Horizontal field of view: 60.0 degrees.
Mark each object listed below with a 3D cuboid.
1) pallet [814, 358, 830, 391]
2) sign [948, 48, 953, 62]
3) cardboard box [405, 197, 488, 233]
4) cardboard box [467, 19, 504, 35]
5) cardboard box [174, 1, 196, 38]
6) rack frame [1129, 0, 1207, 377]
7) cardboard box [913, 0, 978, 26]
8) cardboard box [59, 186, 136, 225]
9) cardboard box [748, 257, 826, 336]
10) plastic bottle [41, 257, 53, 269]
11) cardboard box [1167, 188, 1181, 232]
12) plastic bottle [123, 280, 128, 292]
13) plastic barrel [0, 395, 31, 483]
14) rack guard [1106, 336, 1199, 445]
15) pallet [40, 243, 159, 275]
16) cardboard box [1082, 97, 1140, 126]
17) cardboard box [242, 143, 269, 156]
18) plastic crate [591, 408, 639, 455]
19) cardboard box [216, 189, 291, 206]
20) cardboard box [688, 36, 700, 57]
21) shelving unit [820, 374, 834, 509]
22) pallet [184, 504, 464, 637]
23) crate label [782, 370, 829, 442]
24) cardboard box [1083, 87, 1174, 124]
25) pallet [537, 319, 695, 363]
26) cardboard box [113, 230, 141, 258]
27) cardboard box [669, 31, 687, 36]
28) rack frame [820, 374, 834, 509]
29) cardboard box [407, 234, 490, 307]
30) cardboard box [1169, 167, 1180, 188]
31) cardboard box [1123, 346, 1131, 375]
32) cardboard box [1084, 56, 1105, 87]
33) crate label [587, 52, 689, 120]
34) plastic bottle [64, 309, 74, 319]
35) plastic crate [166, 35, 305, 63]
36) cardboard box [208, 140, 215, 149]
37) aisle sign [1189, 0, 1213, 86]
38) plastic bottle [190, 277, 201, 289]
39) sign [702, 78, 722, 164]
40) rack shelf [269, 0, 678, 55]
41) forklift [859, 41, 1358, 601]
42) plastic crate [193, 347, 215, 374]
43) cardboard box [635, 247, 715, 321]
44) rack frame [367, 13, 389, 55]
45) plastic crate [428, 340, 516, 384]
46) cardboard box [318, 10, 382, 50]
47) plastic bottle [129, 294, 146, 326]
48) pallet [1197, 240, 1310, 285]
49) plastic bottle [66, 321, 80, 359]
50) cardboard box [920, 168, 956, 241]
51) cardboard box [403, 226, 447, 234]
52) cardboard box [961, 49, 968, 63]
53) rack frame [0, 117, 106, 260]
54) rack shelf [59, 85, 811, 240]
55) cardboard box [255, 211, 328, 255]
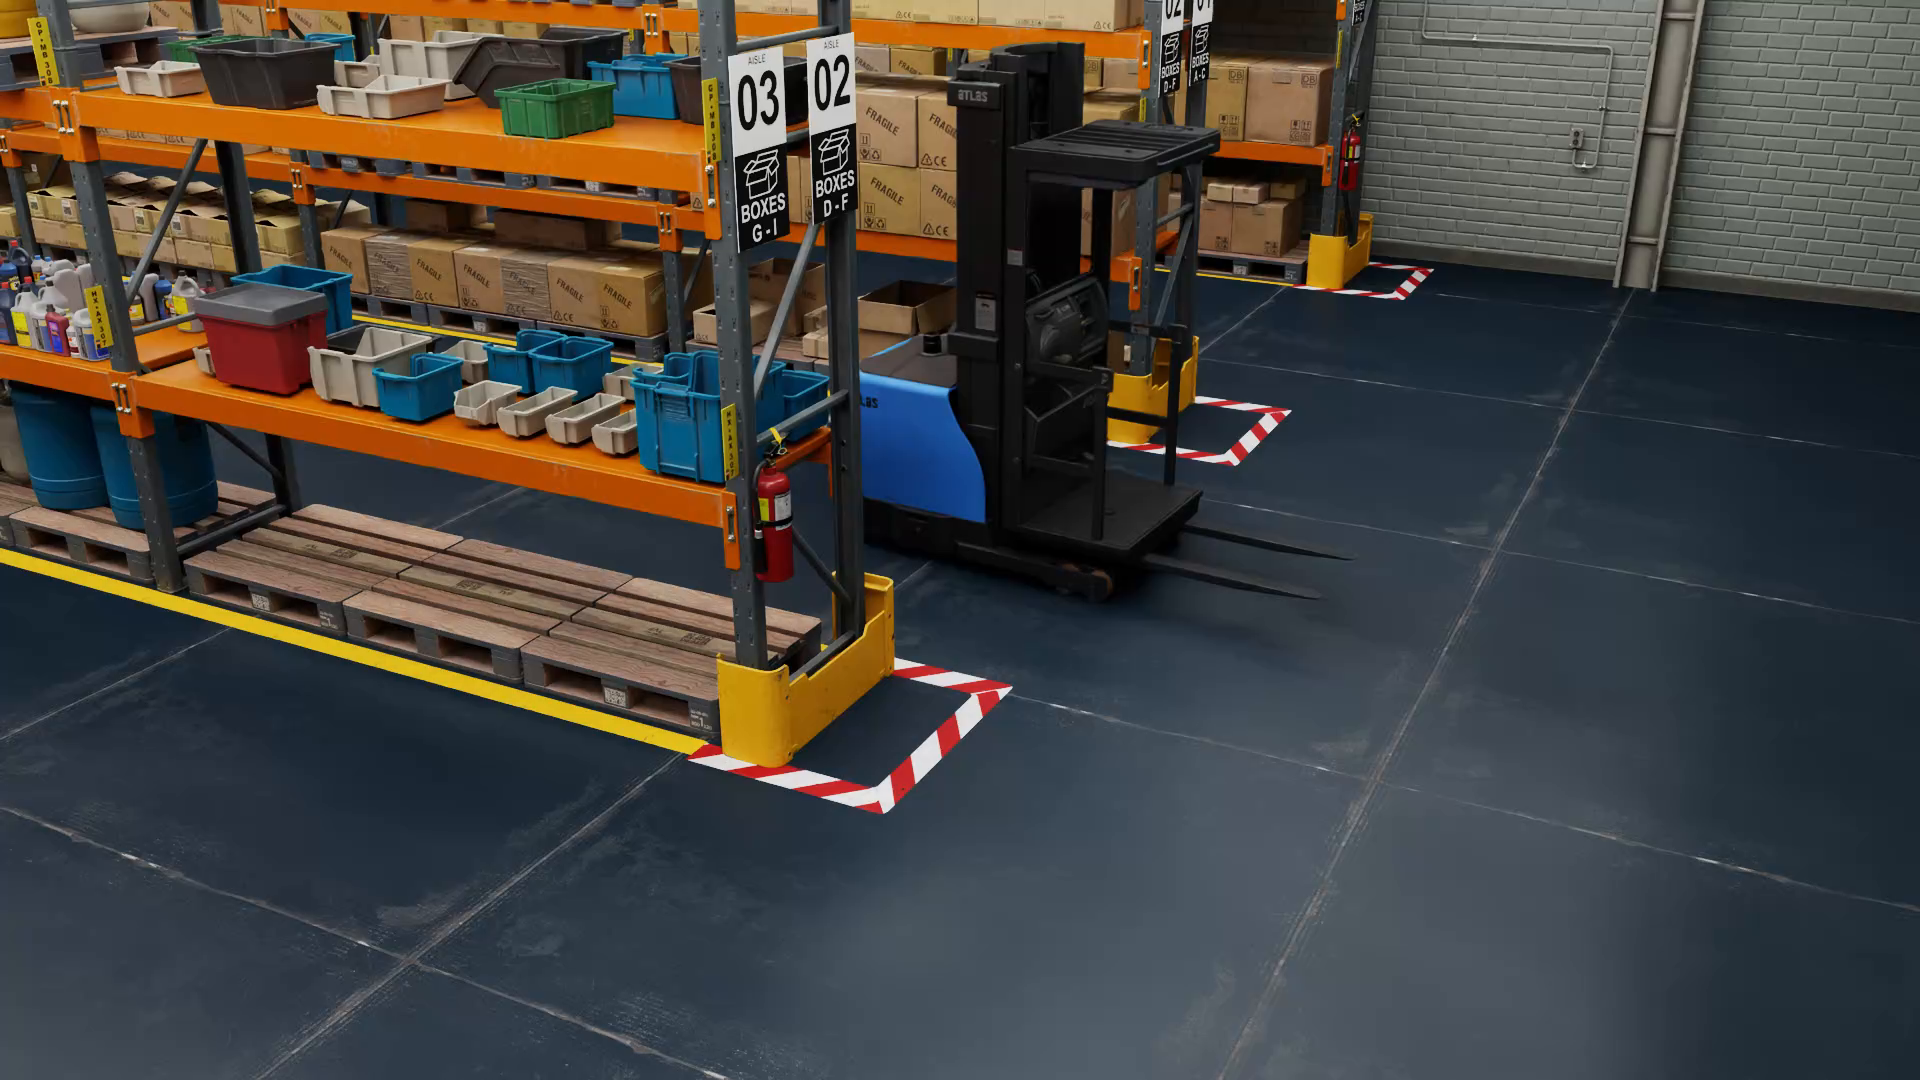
[{"bbox_3d":[-0.388,-1.358,13.174,1.213,0.211,1.003,11,25,25],"label":"pallet"},{"bbox_3d":[-0.097,-5.014,16.829,0.005,0.325,0.100,11,25,25],"label":"sign"},{"bbox_3d":[-4.670,-2.990,15.122,0.500,0.250,0.500,12,26,27],"label":"cardboard box"},{"bbox_3d":[-5.464,-6.062,19.981,0.500,0.500,0.700,15,27,32],"label":"cardboard box"},{"bbox_3d":[-9.843,-6.833,21.693,0.500,0.500,0.500,11,26,25],"label":"cardboard box"},{"bbox_3d":[1.477,-2.272,11.759,0.127,3.000,1.000,11,25,25],"label":"rack frame"},{"bbox_3d":[0.006,-3.758,11.612,0.500,0.250,0.500,11,25,25],"label":"cardboard box"},{"bbox_3d":[-8.531,-3.327,16.500,0.500,0.311,0.500,11,25,24],"label":"cardboard box"},{"bbox_3d":[-1.456,-2.029,13.820,0.500,0.500,0.500,11,25,25],"label":"cardboard box"},{"bbox_3d":[-5.697,-1.639,10.435,0.097,0.271,0.097,0,23,0],"label":"plastic bottle"},{"bbox_3d":[2.143,-3.311,16.861,0.500,0.500,0.700,10,25,23],"label":"cardboard box"},{"bbox_3d":[-5.077,-1.484,10.161,0.097,0.201,0.097,0,23,0],"label":"plastic bottle"},{"bbox_3d":[-5.904,-0.655,10.600,0.421,0.512,0.421,0,23,0],"label":"plastic barrel"},{"bbox_3d":[1.409,-1.135,12.280,0.348,0.500,1.175,11,25,25],"label":"rack guard"},{"bbox_3d":[-8.557,-2.991,17.014,1.213,0.211,1.003,11,25,25],"label":"pallet"},{"bbox_3d":[0.956,-2.761,11.503,0.500,0.500,0.500,11,25,24],"label":"cardboard box"},{"bbox_3d":[-6.590,-3.631,15.277,0.250,0.149,0.380,11,25,25],"label":"cardboard box"},{"bbox_3d":[-1.571,-0.530,7.923,0.243,0.136,0.396,11,25,25],"label":"plastic crate"},{"bbox_3d":[-6.924,-3.246,16.311,0.500,0.311,0.500,10,25,23],"label":"cardboard box"},{"bbox_3d":[-2.650,-5.336,18.432,0.500,0.500,0.500,12,26,26],"label":"cardboard box"},{"bbox_3d":[-0.692,-0.628,10.556,0.210,0.900,0.258,10,24,36],"label":"shelving unit"},{"bbox_3d":[-3.657,0.151,9.626,1.213,0.211,1.003,11,25,25],"label":"pallet"},{"bbox_3d":[-0.833,-0.652,8.087,0.303,0.233,0.416,11,25,25],"label":"crate label"},{"bbox_3d":[1.200,-2.948,11.945,0.500,0.500,0.500,12,26,26],"label":"cardboard box"},{"bbox_3d":[-2.836,-1.825,14.273,1.213,0.211,1.003,11,25,25],"label":"pallet"},{"bbox_3d":[-8.065,-2.980,16.401,0.500,0.250,0.500,10,25,23],"label":"cardboard box"},{"bbox_3d":[-3.116,-5.777,18.510,0.500,0.250,0.500,12,26,26],"label":"cardboard box"},{"bbox_3d":[-0.773,-0.643,10.616,0.006,0.900,0.240,10,24,36],"label":"rack frame"},{"bbox_3d":[-4.470,-2.376,14.635,0.500,0.500,0.500,11,25,24],"label":"cardboard box"},{"bbox_3d":[2.108,-3.704,16.955,0.250,0.149,0.380,11,26,25],"label":"cardboard box"},{"bbox_3d":[1.258,-1.356,12.687,0.250,0.149,0.380,11,25,25],"label":"cardboard box"},{"bbox_3d":[1.265,-4.615,16.885,0.700,0.700,0.980,11,25,23],"label":"cardboard box"},{"bbox_3d":[-1.439,-2.130,7.783,0.502,0.251,0.408,11,25,25],"label":"crate label"},{"bbox_3d":[-5.115,-1.225,9.553,0.097,0.201,0.097,0,23,0],"label":"plastic bottle"},{"bbox_3d":[-3.817,-2.562,8.880,0.662,0.188,0.450,11,25,25],"label":"plastic crate"},{"bbox_3d":[-6.826,-3.774,15.613,0.250,0.149,0.380,13,26,28],"label":"cardboard box"},{"bbox_3d":[1.670,-3.559,11.463,0.004,0.787,0.394,11,25,25],"label":"aisle sign"},{"bbox_3d":[-4.585,-1.432,9.935,0.133,0.283,0.061,11,25,25],"label":"plastic bottle"},{"bbox_3d":[-0.995,-1.680,6.668,0.005,0.325,0.100,11,25,25],"label":"sign"},{"bbox_3d":[-3.878,-4.381,13.804,4.000,0.370,1.077,11,25,25],"label":"rack shelf"},{"bbox_3d":[0.793,-1.241,9.423,3.031,2.935,1.130,13,26,28],"label":"forklift"},{"bbox_3d":[-3.980,-1.023,9.083,0.243,0.136,0.396,11,25,25],"label":"plastic crate"},{"bbox_3d":[-2.415,-2.201,14.224,0.500,0.500,0.500,10,25,22],"label":"cardboard box"},{"bbox_3d":[-7.000,-6.122,20.812,0.127,3.000,1.000,11,25,25],"label":"rack frame"},{"bbox_3d":[-2.641,-0.953,8.917,0.466,0.136,0.293,11,25,25],"label":"plastic crate"},{"bbox_3d":[-7.562,-6.382,20.633,0.500,0.500,0.500,11,25,24],"label":"cardboard box"},{"bbox_3d":[-4.938,-1.390,9.939,0.097,0.201,0.097,0,23,0],"label":"plastic bottle"},{"bbox_3d":[2.960,-2.833,16.642,1.213,0.211,1.003,11,25,25],"label":"pallet"},{"bbox_3d":[-4.945,-1.125,9.316,0.097,0.201,0.097,0,23,0],"label":"plastic bottle"},{"bbox_3d":[0.047,-2.482,12.126,0.500,0.500,0.500,11,26,25],"label":"cardboard box"},{"bbox_3d":[-4.722,-2.653,15.288,0.500,0.500,0.500,12,26,27],"label":"cardboard box"},{"bbox_3d":[-0.158,-5.070,17.806,0.500,0.500,0.500,10,25,23],"label":"cardboard box"},{"bbox_3d":[-9.232,-4.391,16.742,0.127,3.000,1.000,11,25,25],"label":"rack frame"},{"bbox_3d":[-2.546,-1.945,8.077,4.000,0.370,1.077,11,25,25],"label":"rack shelf"},{"bbox_3d":[-6.241,-2.877,15.442,0.500,0.311,0.500,12,26,26],"label":"cardboard box"}]
